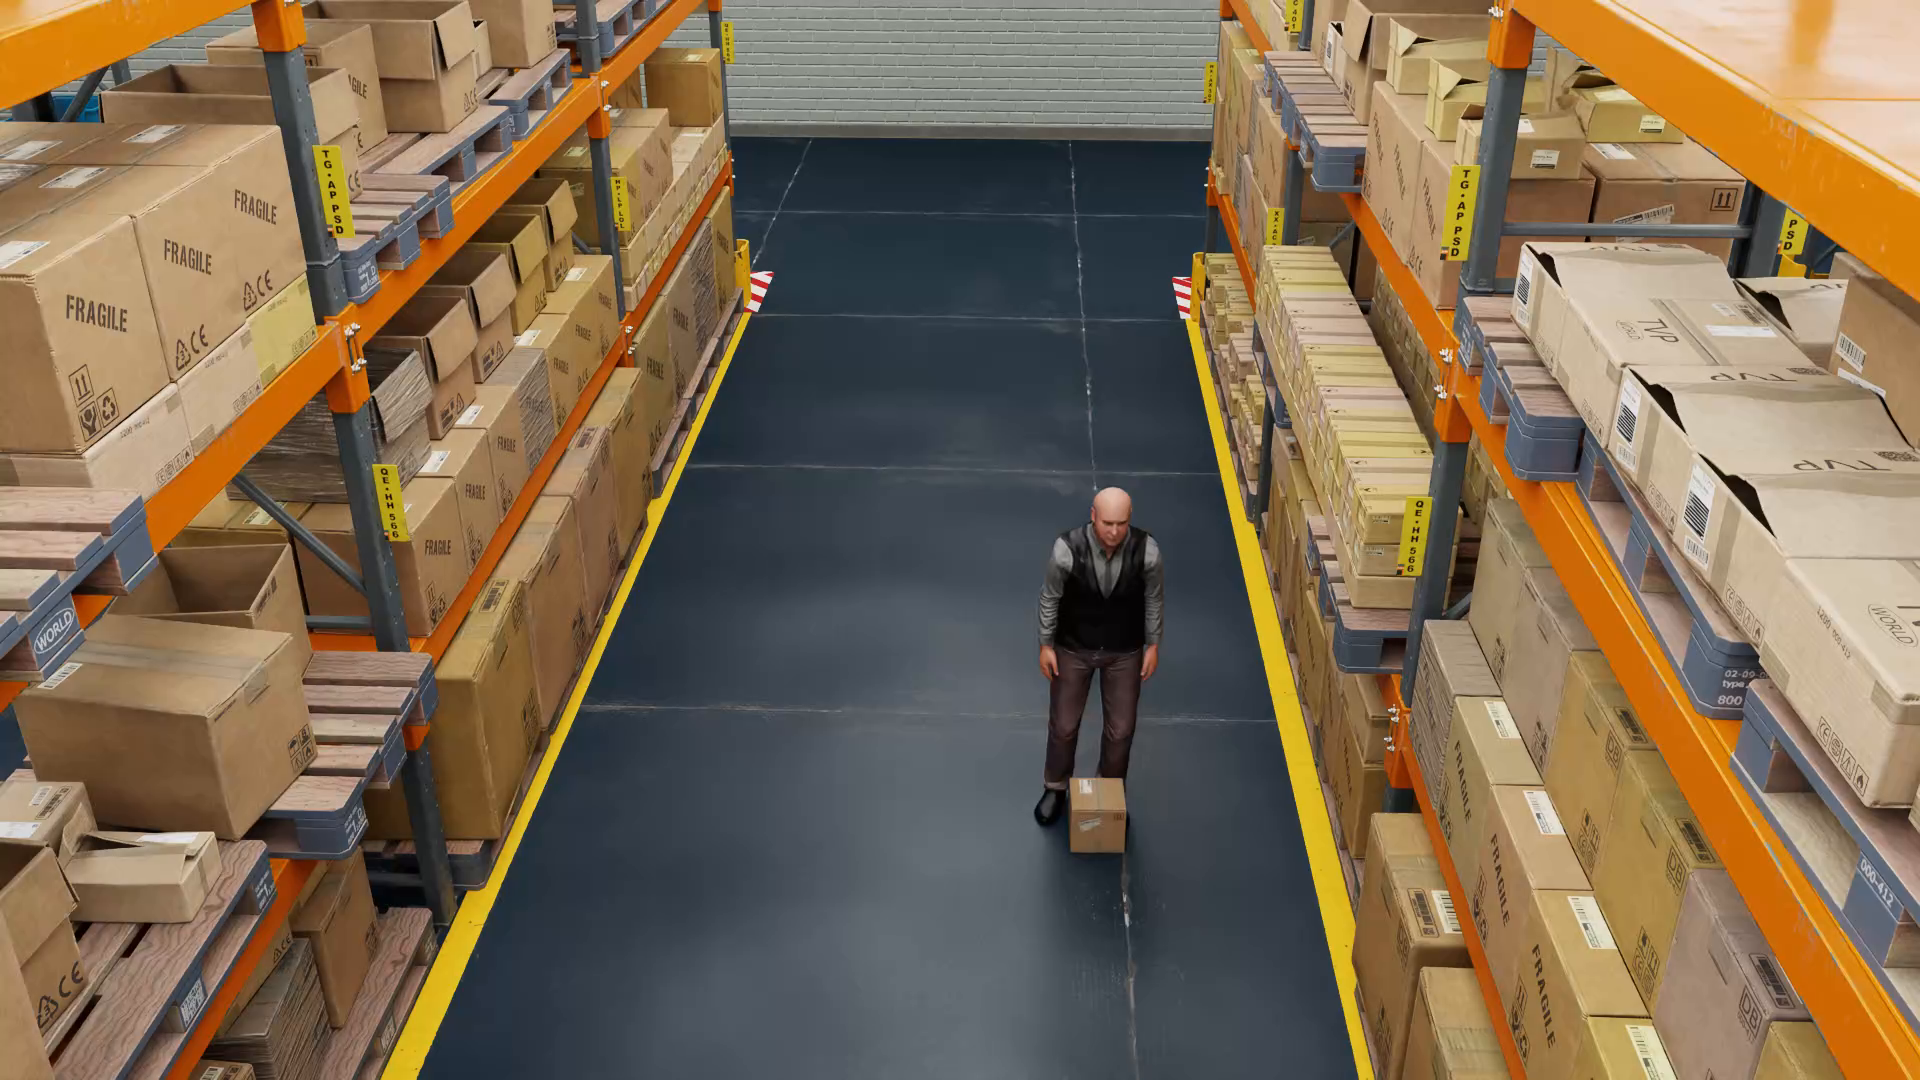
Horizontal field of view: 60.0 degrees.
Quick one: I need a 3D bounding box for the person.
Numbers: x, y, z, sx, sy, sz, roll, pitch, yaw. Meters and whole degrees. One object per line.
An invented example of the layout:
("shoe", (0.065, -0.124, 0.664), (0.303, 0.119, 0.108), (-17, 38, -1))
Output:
("person", (0.645, 0.518, 7.666), (0.580, 1.719, 0.475), (0, 28, -1))
